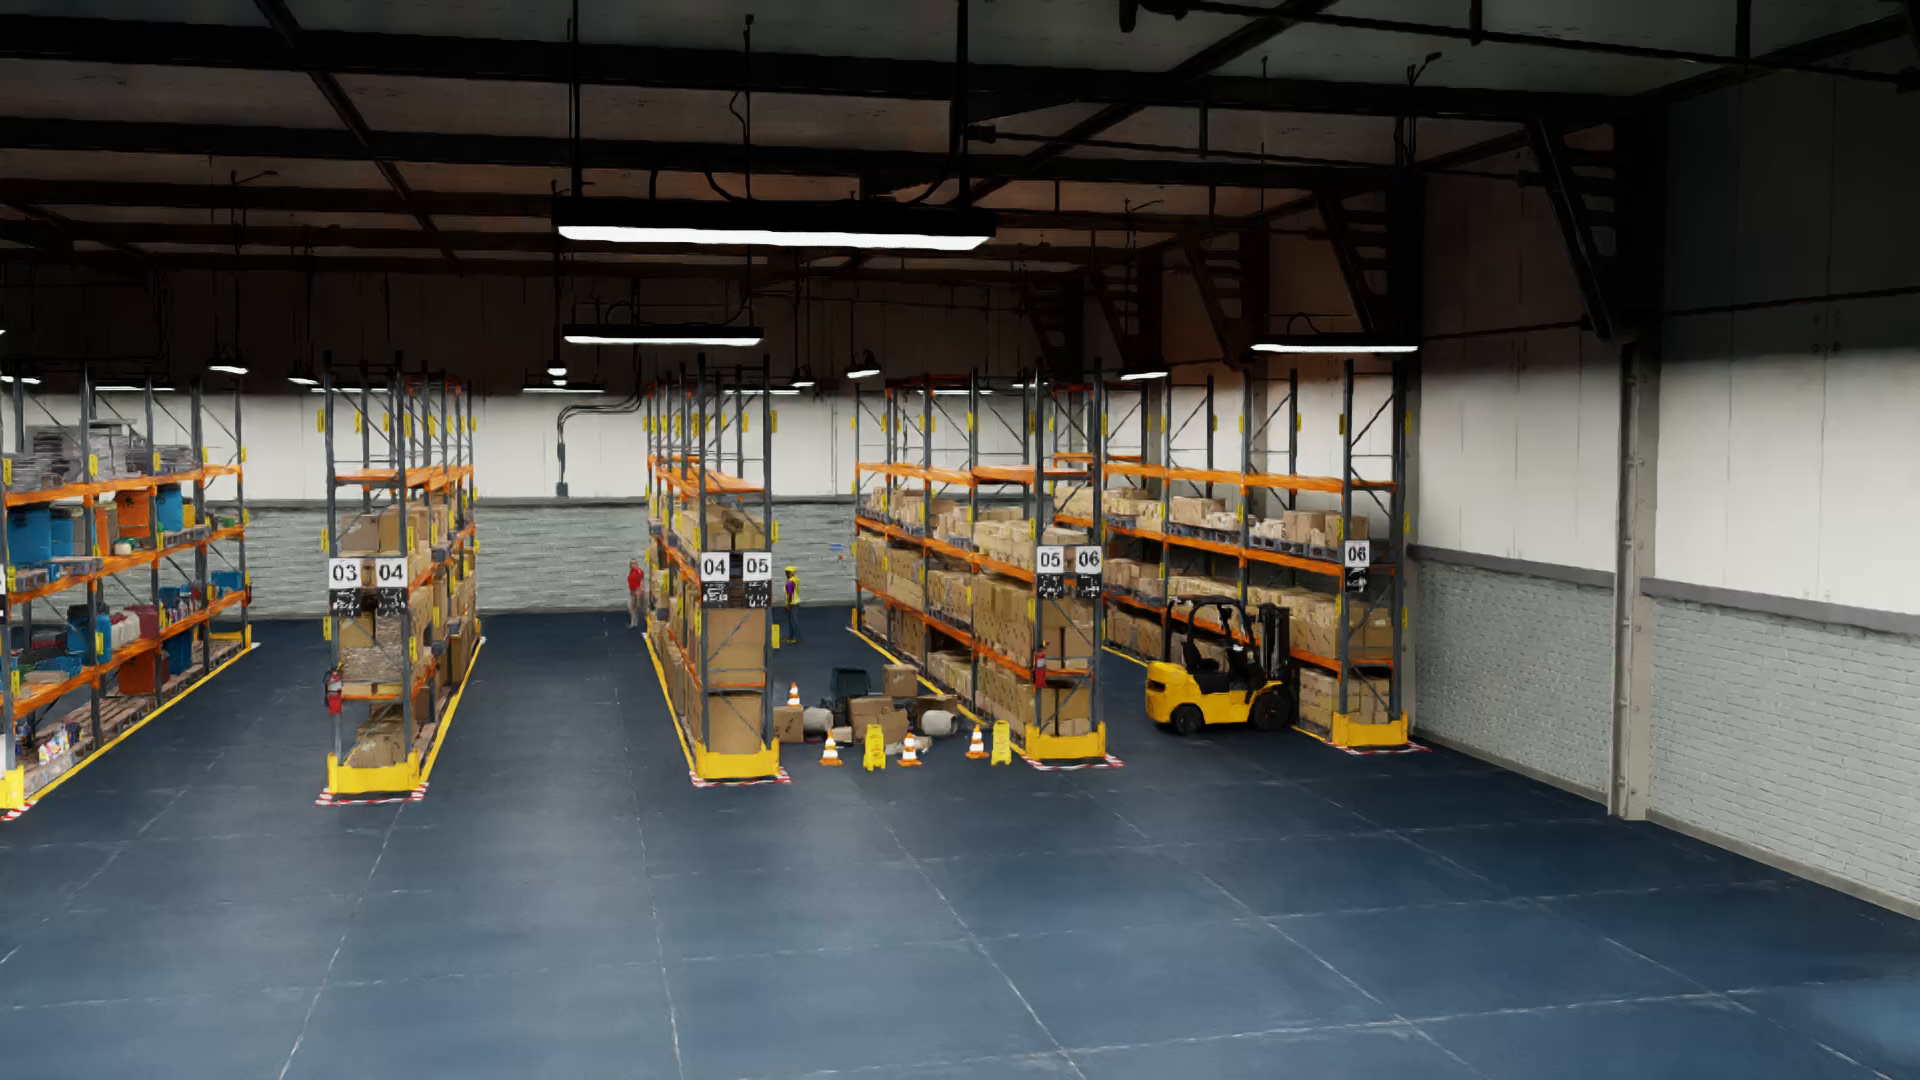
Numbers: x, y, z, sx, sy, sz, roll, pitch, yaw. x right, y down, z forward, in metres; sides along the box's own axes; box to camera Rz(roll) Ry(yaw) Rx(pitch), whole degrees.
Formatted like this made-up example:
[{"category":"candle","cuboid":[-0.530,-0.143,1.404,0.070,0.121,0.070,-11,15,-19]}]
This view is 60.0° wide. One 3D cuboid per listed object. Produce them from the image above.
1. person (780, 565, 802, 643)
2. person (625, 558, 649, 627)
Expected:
[{"category":"person","cuboid":[-3.875,1.460,38.051,0.551,1.765,0.647,0,4,4]},{"category":"person","cuboid":[-7.925,1.295,41.019,0.584,1.710,0.635,4,5,44]}]
